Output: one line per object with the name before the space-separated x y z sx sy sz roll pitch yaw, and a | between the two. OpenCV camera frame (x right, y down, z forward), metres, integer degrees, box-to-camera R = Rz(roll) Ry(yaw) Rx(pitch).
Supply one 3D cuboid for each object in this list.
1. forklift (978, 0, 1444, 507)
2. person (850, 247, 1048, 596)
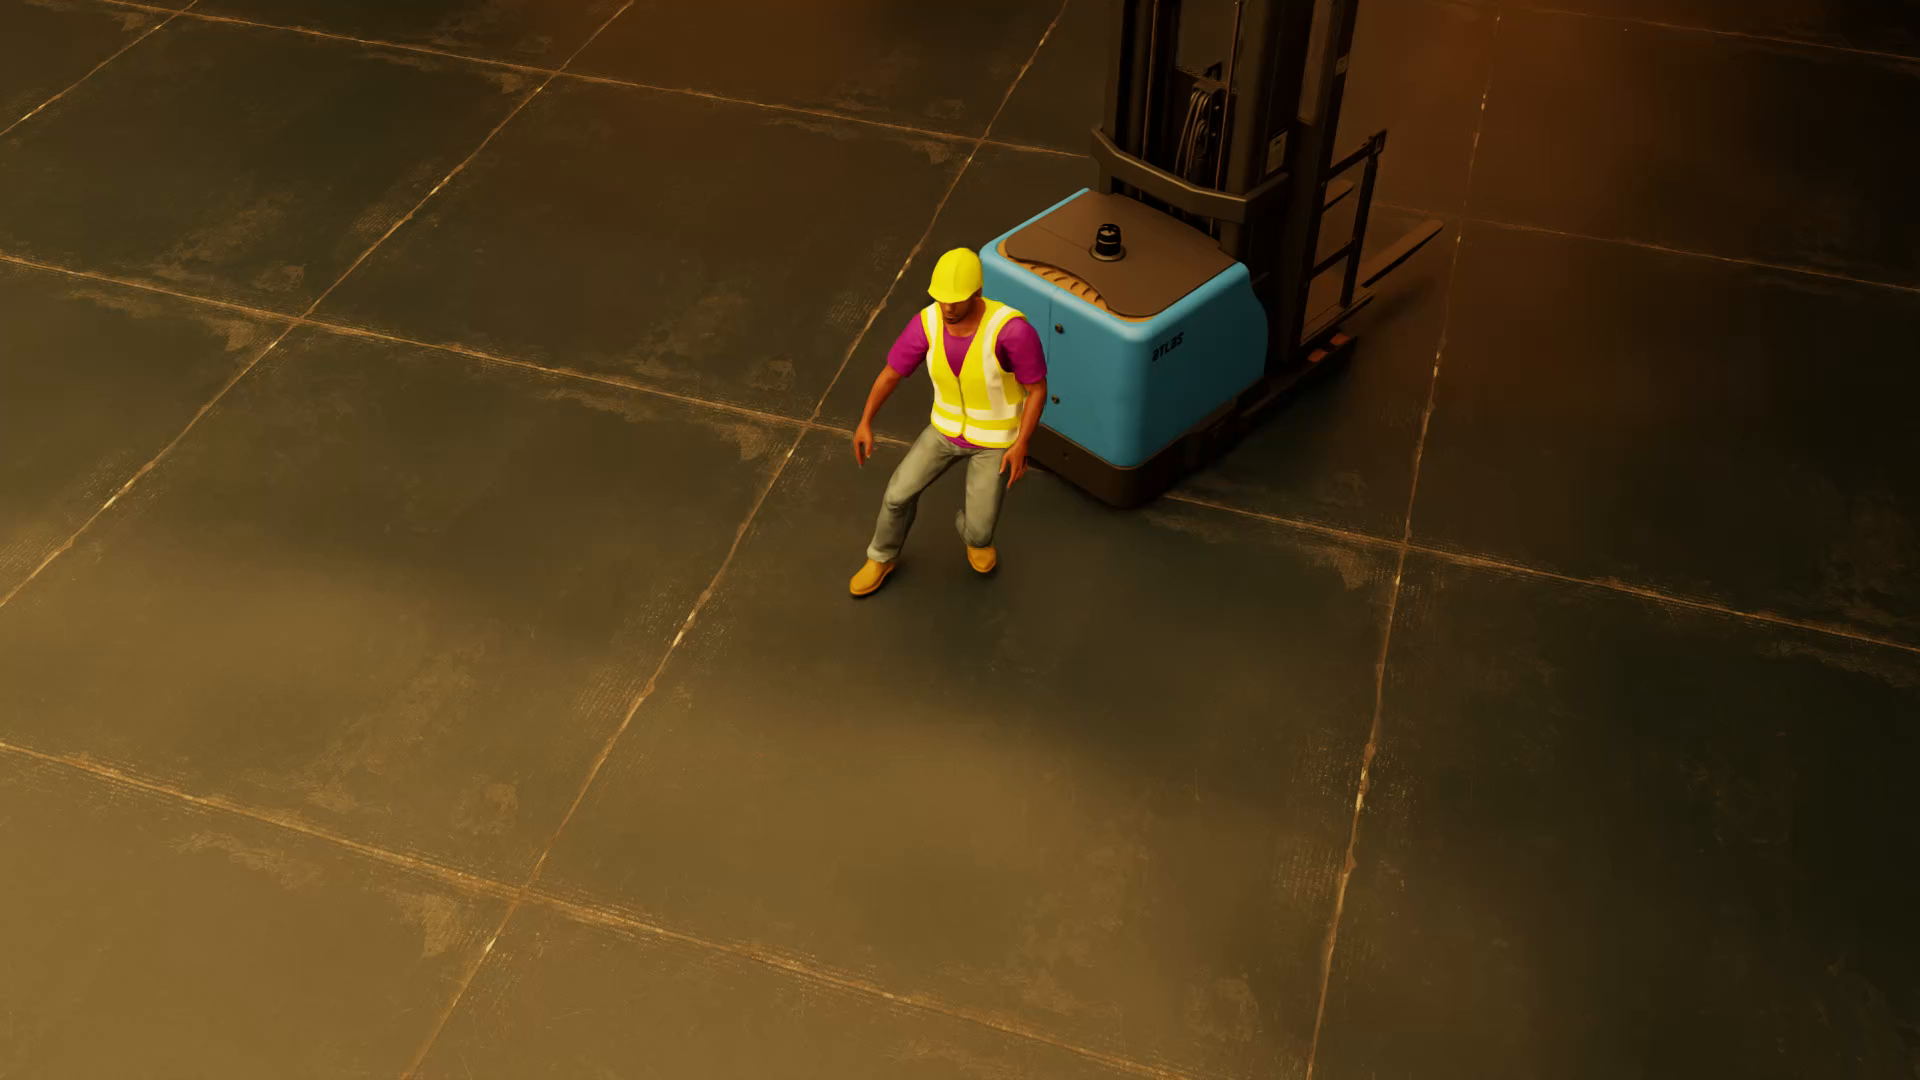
forklift | 1.458 -2.132 7.980 1.130 2.935 3.031 34 52 31
person | -0.059 -0.437 7.093 0.779 1.669 0.667 20 46 20
